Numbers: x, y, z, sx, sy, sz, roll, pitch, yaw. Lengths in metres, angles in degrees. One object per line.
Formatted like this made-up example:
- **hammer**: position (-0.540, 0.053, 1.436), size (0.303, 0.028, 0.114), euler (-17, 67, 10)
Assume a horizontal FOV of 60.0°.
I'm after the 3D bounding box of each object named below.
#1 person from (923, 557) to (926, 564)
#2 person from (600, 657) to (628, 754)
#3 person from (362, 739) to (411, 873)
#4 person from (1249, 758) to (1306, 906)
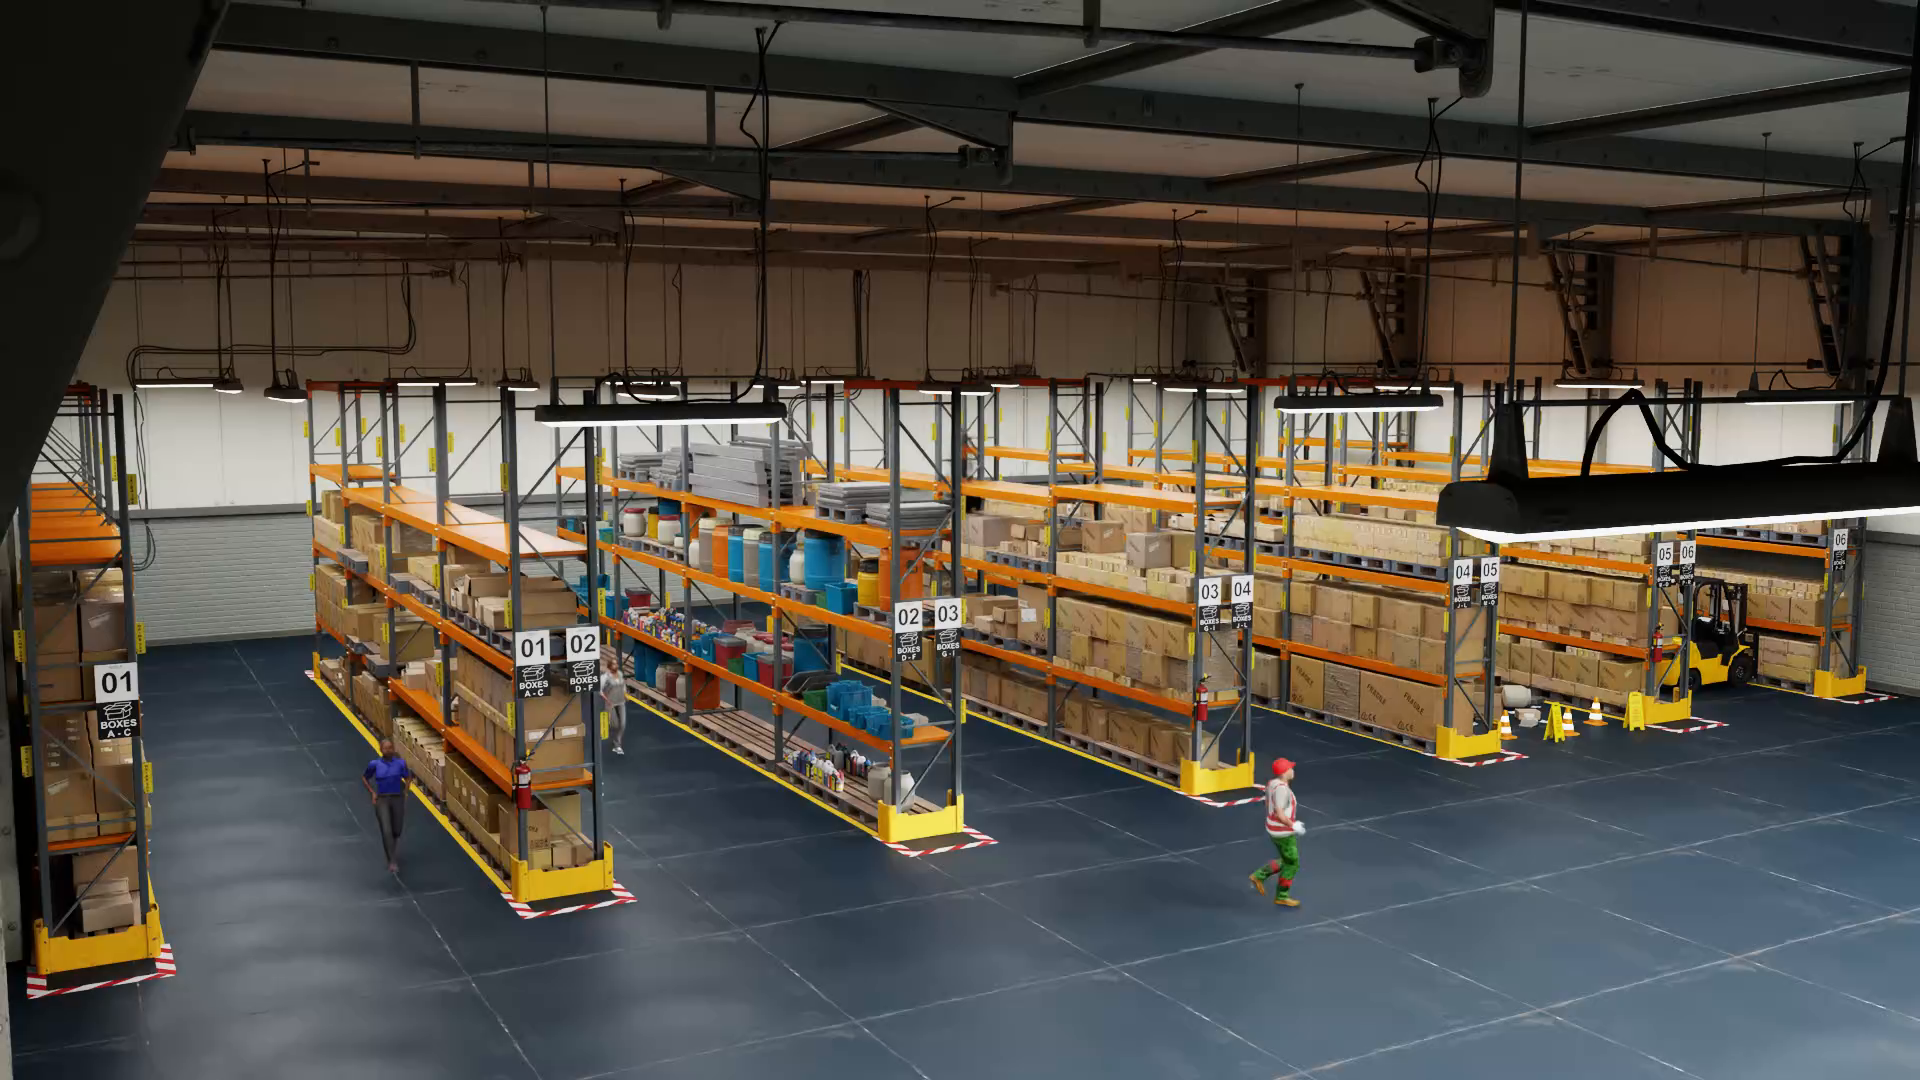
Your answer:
- **person**: position (-1.017, 1.161, 40.887), size (0.630, 1.666, 0.847), euler (4, 7, 34)
- **person**: position (-5.656, 2.693, 27.122), size (0.536, 1.545, 0.618), euler (-5, 8, -41)
- **person**: position (-7.211, 3.311, 20.965), size (0.577, 1.643, 0.750), euler (-3, 7, -26)
- **person**: position (3.693, 3.404, 19.364), size (0.596, 1.751, 0.666), euler (0, 6, -1)
